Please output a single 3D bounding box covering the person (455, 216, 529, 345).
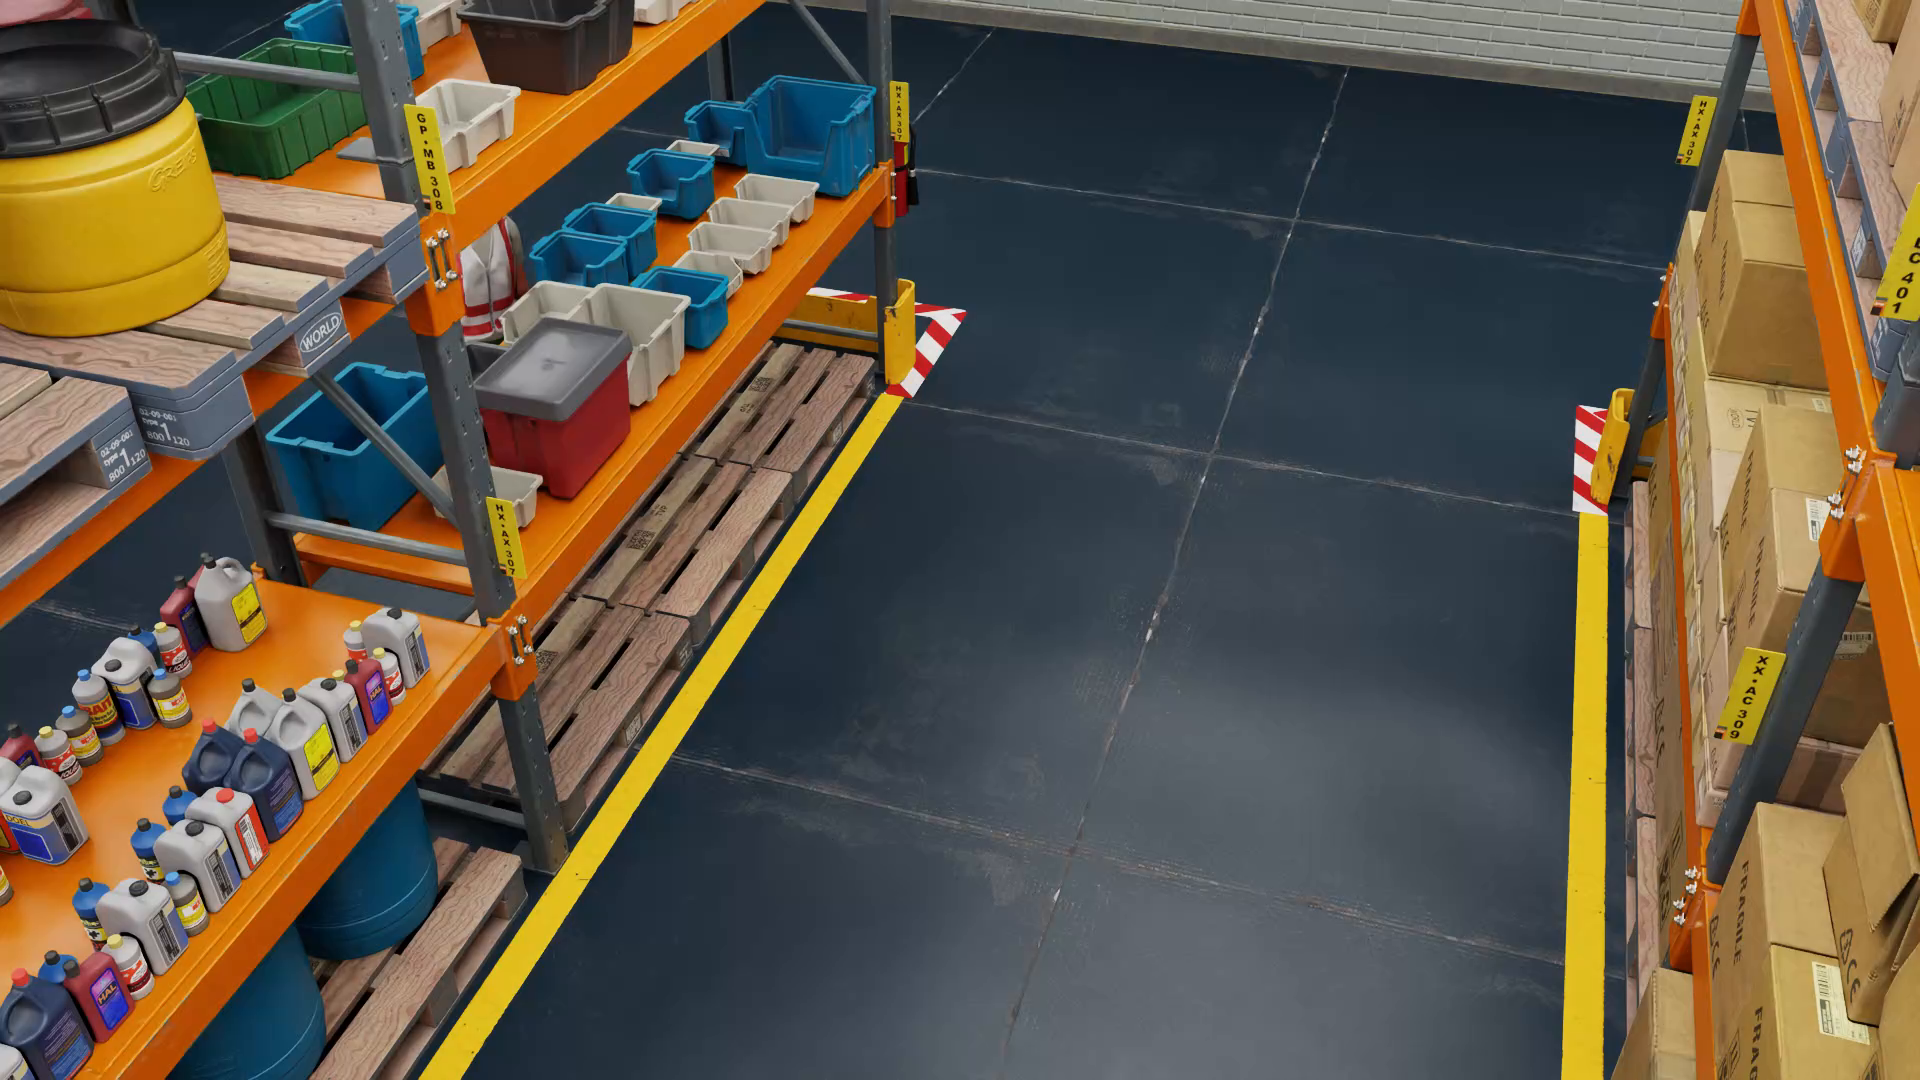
[{"bbox_3d":[-2.375,-0.969,8.151,0.725,1.806,0.420,-28,45,-32],"label":"person"}]
